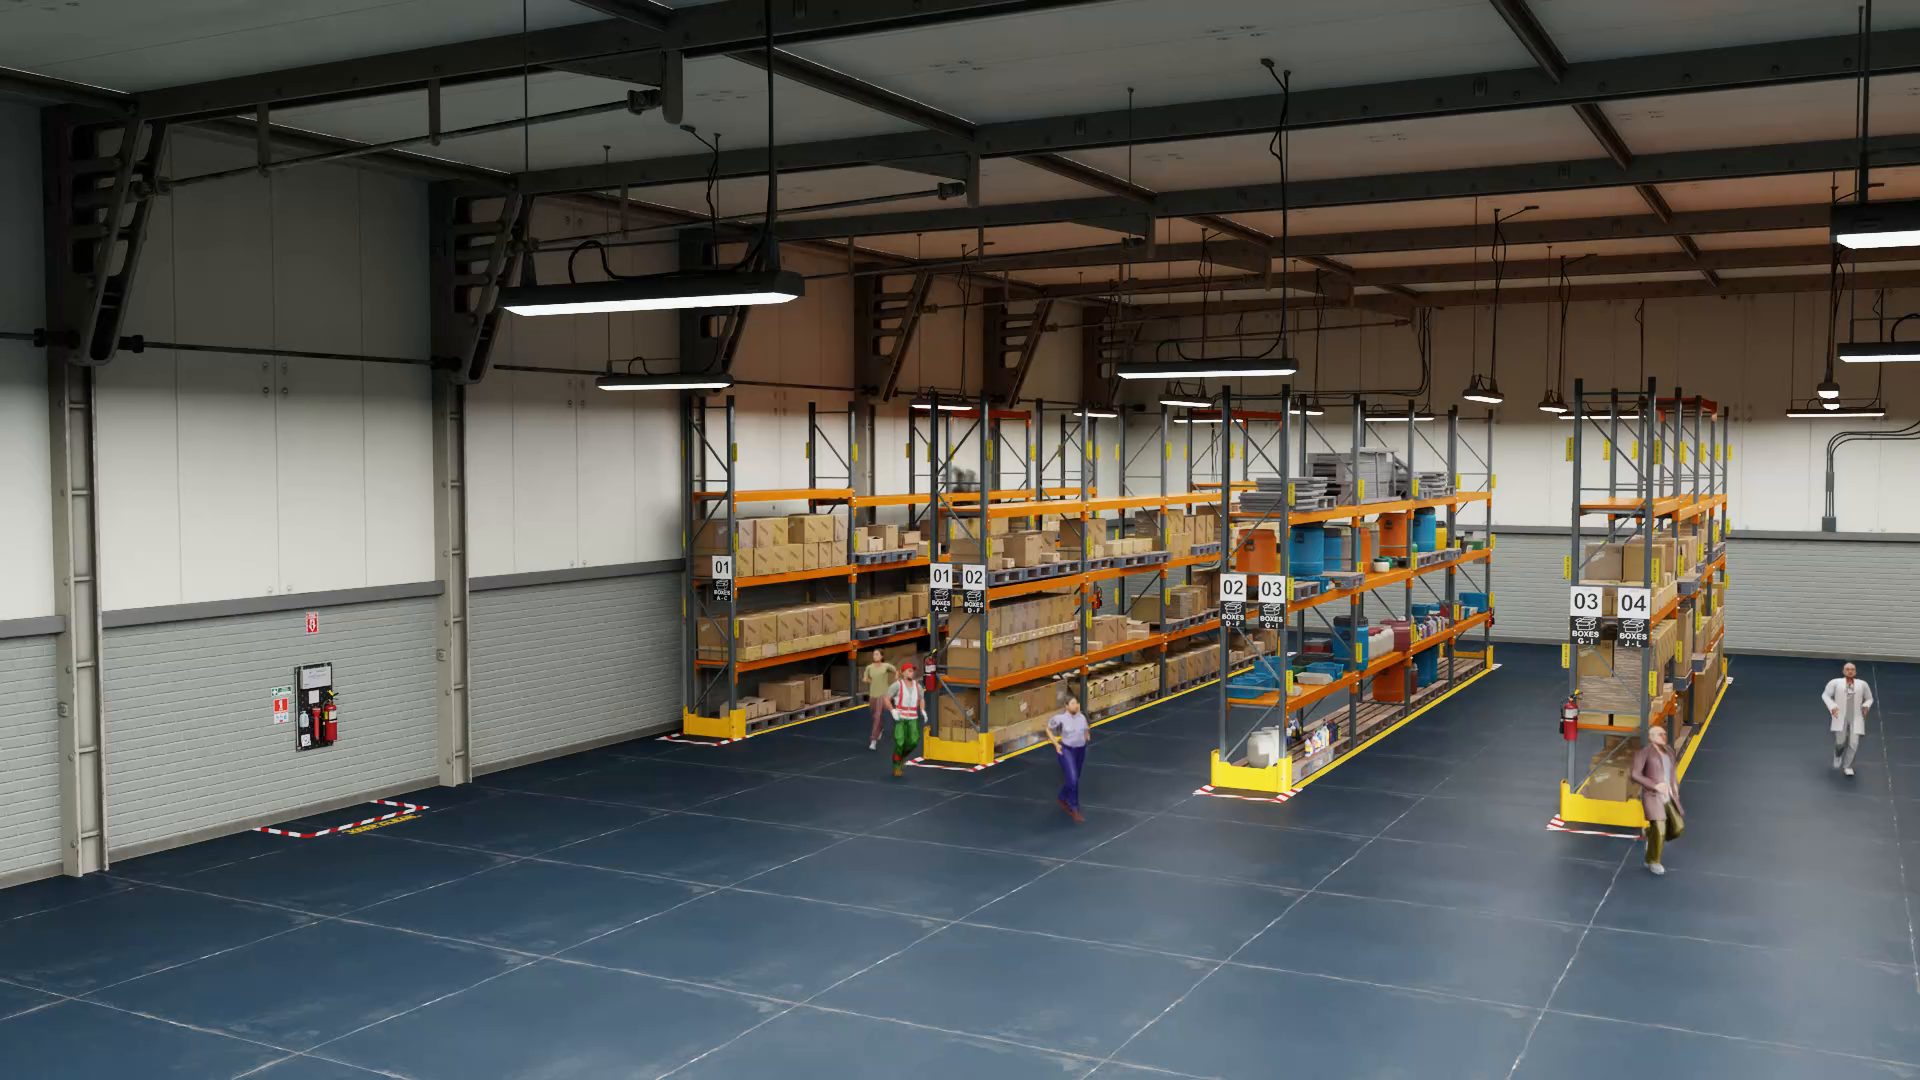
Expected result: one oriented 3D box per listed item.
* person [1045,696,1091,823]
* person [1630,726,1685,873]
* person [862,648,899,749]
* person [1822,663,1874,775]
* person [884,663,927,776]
[{"bbox_3d":[1.523,2.976,22.815,0.593,1.693,0.784,-2,4,-33],"label":"person"},{"bbox_3d":[8.339,3.090,19.860,0.755,1.743,0.648,-1,3,-21],"label":"person"},{"bbox_3d":[-1.408,2.669,28.338,0.581,1.635,1.028,1,3,18],"label":"person"},{"bbox_3d":[13.792,2.774,25.818,0.708,1.726,0.660,1,3,21],"label":"person"},{"bbox_3d":[-0.815,2.782,25.782,0.691,1.736,0.520,-1,3,-21],"label":"person"}]
